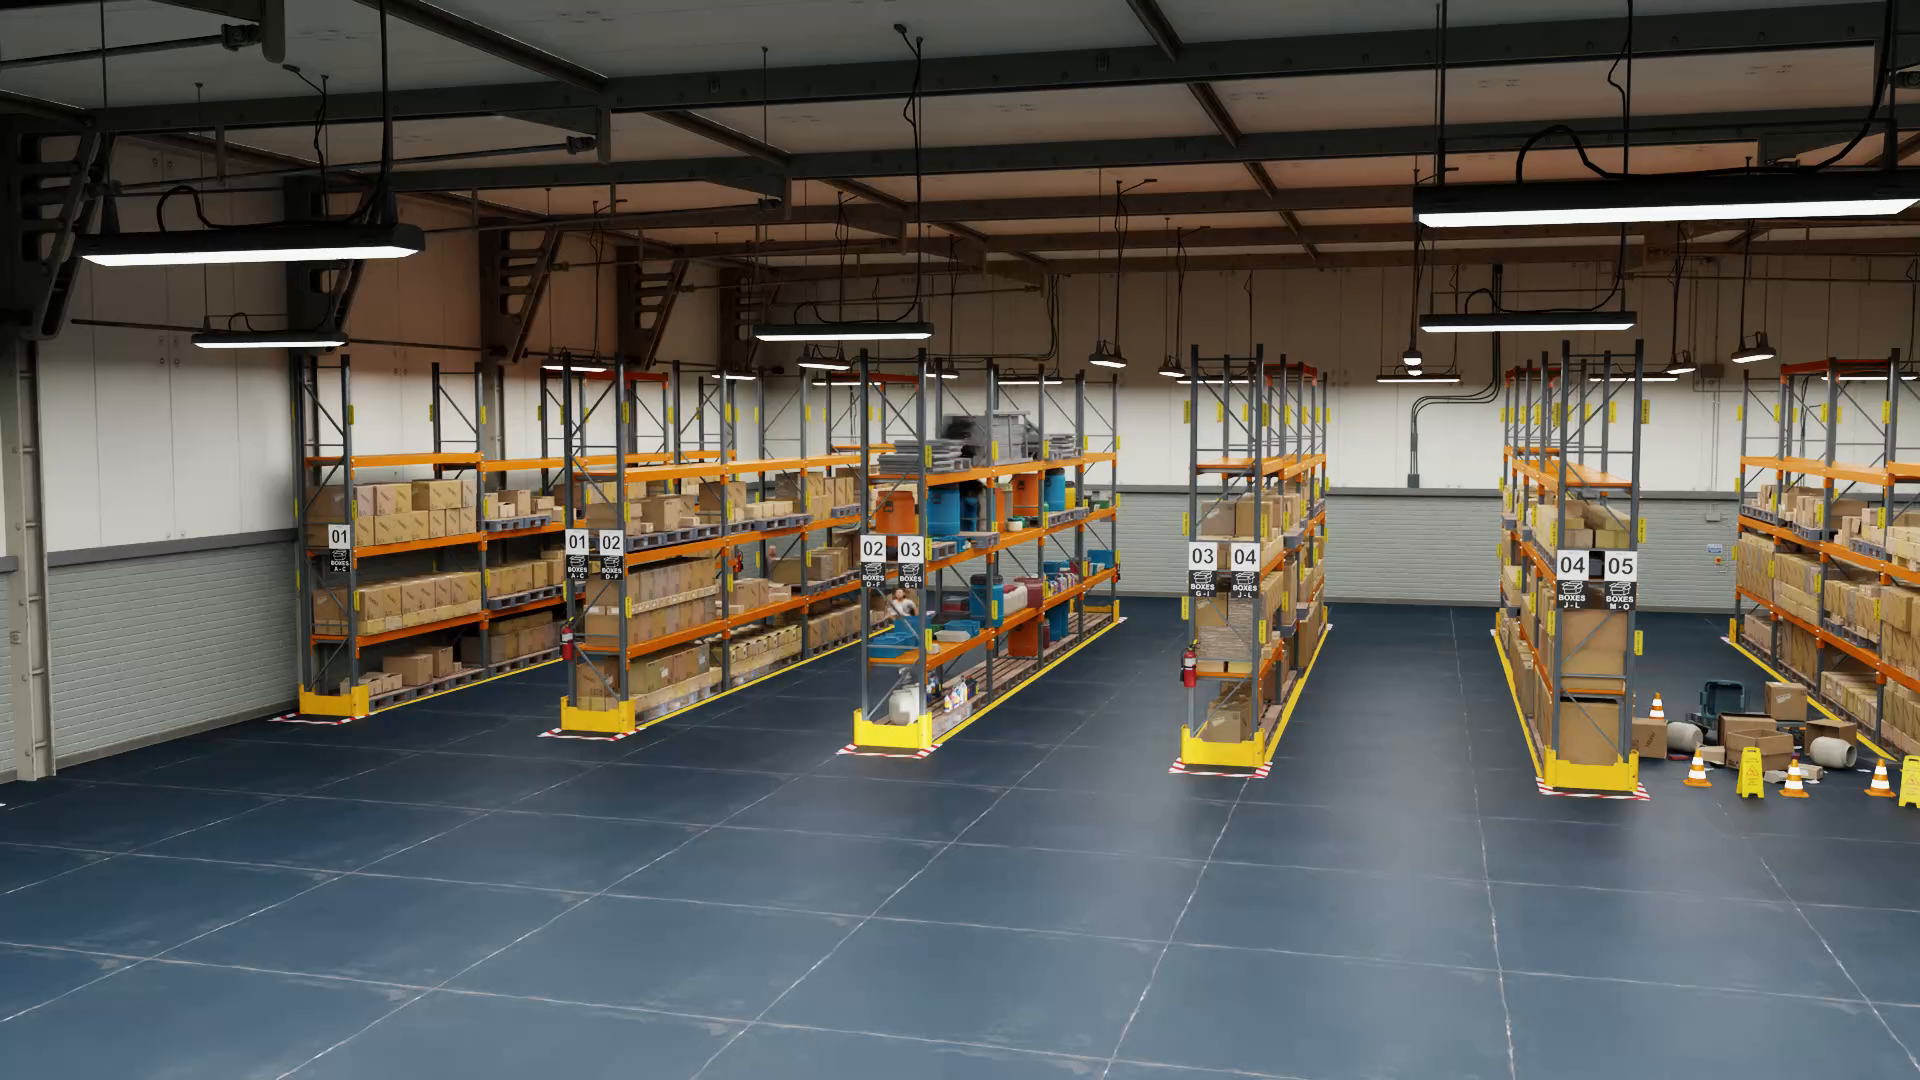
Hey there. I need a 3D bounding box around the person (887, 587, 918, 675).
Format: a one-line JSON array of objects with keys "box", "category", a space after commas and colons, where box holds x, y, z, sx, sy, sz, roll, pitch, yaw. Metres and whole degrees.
[{"box": [-1.136, 1.749, 32.298, 0.519, 1.714, 0.801, 2, 5, 20], "category": "person"}]

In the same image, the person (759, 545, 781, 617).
[{"box": [-4.693, 1.025, 41.299, 0.675, 1.792, 0.765, 0, 4, 5], "category": "person"}]

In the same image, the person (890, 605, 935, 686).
[{"box": [-0.858, 1.929, 30.945, 1.209, 1.514, 0.678, -4, 6, -44], "category": "person"}]
